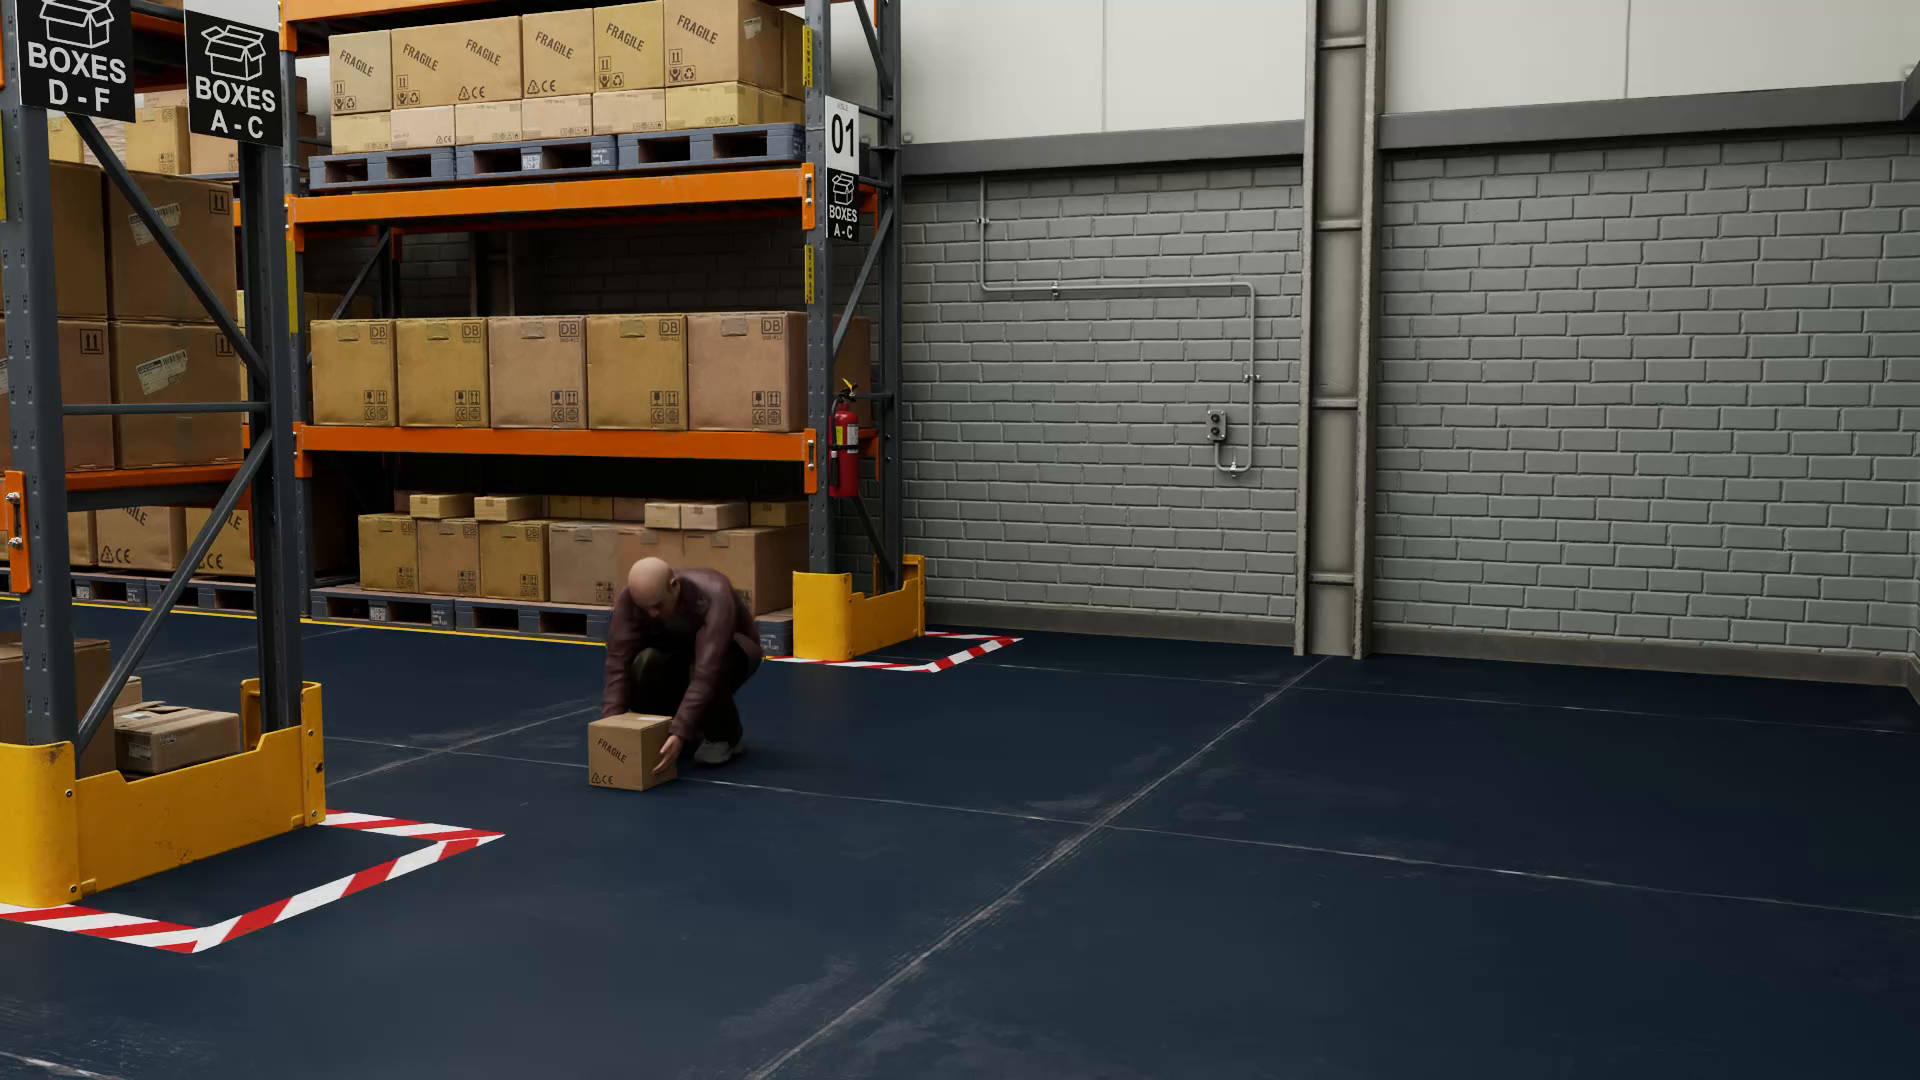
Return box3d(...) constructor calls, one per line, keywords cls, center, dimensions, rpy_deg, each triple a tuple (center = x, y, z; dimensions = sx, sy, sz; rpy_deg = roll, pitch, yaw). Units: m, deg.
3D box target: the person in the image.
box3d(cls="person", center=(-1.154, 0.488, 6.955), dimensions=(0.606, 0.906, 0.906), rpy_deg=(2, 6, 24))
